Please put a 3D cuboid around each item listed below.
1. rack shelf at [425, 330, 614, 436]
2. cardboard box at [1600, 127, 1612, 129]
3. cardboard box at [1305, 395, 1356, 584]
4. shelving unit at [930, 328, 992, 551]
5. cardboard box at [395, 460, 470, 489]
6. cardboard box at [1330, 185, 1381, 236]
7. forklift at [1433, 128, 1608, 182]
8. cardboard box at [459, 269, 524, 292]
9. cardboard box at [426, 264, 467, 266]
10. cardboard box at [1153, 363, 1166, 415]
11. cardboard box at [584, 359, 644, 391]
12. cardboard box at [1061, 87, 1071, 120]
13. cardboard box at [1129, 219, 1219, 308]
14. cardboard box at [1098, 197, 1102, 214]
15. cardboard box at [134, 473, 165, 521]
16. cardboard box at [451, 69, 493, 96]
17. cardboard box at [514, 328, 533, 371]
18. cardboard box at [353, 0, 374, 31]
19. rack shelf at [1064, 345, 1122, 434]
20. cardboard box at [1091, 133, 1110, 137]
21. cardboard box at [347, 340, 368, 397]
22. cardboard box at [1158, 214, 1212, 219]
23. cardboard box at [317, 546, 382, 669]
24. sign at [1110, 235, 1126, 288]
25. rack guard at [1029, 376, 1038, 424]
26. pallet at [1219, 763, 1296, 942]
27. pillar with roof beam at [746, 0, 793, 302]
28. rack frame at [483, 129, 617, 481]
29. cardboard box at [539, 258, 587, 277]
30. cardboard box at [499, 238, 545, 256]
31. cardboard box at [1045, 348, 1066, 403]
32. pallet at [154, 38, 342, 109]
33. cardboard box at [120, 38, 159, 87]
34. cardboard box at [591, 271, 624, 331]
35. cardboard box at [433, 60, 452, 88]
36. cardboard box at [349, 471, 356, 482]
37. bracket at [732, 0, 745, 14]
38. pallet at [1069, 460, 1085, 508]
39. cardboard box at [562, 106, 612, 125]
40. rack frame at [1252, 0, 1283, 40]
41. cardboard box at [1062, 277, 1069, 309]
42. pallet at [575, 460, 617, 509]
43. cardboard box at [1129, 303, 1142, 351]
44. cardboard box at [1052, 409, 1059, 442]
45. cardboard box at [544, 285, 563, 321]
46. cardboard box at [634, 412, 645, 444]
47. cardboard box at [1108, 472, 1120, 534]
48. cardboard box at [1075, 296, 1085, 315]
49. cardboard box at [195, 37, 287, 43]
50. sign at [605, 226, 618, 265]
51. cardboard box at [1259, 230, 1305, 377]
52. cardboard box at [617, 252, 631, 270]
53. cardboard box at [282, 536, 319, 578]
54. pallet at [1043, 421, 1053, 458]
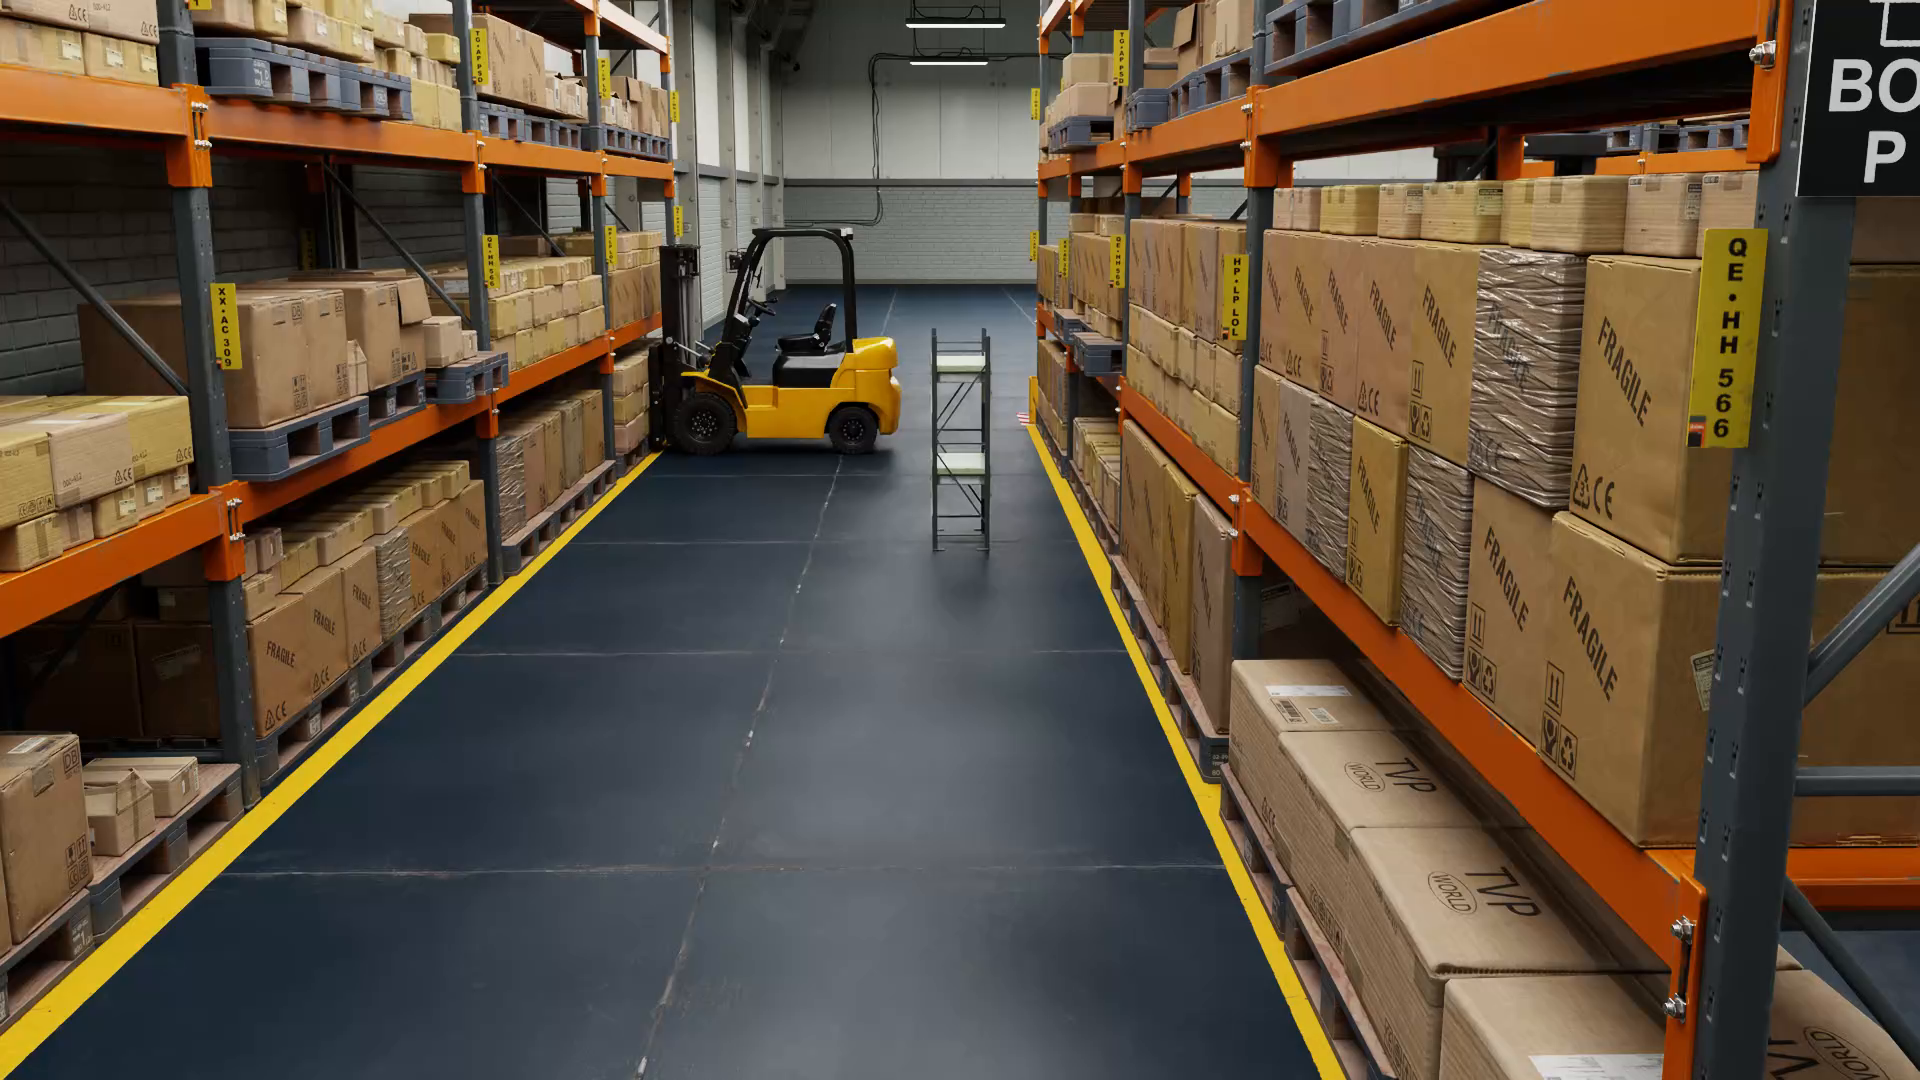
[{"bbox_3d":[-3.479,-1.229,12.383,1.077,0.370,4.000,0,11,-1],"label":"rack shelf"},{"bbox_3d":[6.050,-3.815,15.100,0.380,0.149,0.250,0,11,0],"label":"cardboard box"},{"bbox_3d":[1.366,-0.166,5.081,0.500,0.500,0.500,0,11,-1],"label":"cardboard box"},{"bbox_3d":[0.000,-0.736,11.917,0.431,1.500,0.755,0,11,-1],"label":"shelving unit"},{"bbox_3d":[-3.174,-0.386,10.015,0.380,0.149,0.250,-1,11,-4],"label":"cardboard box"},{"bbox_3d":[1.344,-0.999,5.042,0.380,0.149,0.250,-1,11,-3],"label":"cardboard box"},{"bbox_3d":[3.321,-1.213,10.668,1.130,2.935,3.031,0,11,1],"label":"forklift"},{"bbox_3d":[-3.206,-1.772,11.364,0.380,0.149,0.250,0,11,-1],"label":"cardboard box"},{"bbox_3d":[-3.743,-1.972,12.353,0.380,0.149,0.250,0,11,-1],"label":"cardboard box"},{"bbox_3d":[1.317,-0.827,8.969,0.500,0.250,0.500,0,11,1],"label":"cardboard box"},{"bbox_3d":[-3.217,-1.527,15.385,0.500,0.250,0.500,0,11,-1],"label":"cardboard box"},{"bbox_3d":[1.065,-3.384,12.972,0.500,0.250,0.500,0,11,-2],"label":"cardboard box"},{"bbox_3d":[1.291,-1.645,9.858,0.500,0.500,0.500,-1,11,-3],"label":"cardboard box"},{"bbox_3d":[1.678,-2.975,15.665,0.700,0.500,0.500,0,11,-2],"label":"cardboard box"},{"bbox_3d":[-3.069,-0.152,5.895,0.380,0.149,0.250,0,11,0],"label":"cardboard box"},{"bbox_3d":[-3.141,-2.865,10.373,0.380,0.166,0.250,0,11,-1],"label":"cardboard box"},{"bbox_3d":[-3.208,-1.300,11.299,0.500,0.250,0.500,0,11,-2],"label":"cardboard box"},{"bbox_3d":[-3.013,-2.504,7.887,0.380,0.149,0.250,0,11,-1],"label":"cardboard box"},{"bbox_3d":[1.484,-1.250,12.487,1.077,0.370,4.000,0,11,-1],"label":"rack shelf"},{"bbox_3d":[1.164,-3.630,14.491,0.500,0.250,0.500,0,11,-2],"label":"cardboard box"},{"bbox_3d":[-3.000,-0.807,7.773,0.396,0.266,0.258,0,11,2],"label":"cardboard box"},{"bbox_3d":[1.734,-2.437,12.838,0.380,0.149,0.250,-1,11,-4],"label":"cardboard box"},{"bbox_3d":[-3.167,0.328,8.128,0.500,0.500,0.500,-1,11,-3],"label":"cardboard box"},{"bbox_3d":[0.983,-1.730,10.328,0.100,0.325,0.005,0,11,-1],"label":"sign"},{"bbox_3d":[1.361,-1.555,18.468,1.175,0.500,0.348,0,11,-1],"label":"rack guard"},{"bbox_3d":[1.545,1.108,6.067,1.003,0.211,1.213,0,11,-1],"label":"pallet"},{"bbox_3d":[-0.681,-10.361,40.496,9.100,9.000,0.548,0,11,-1],"label":"pillar with roof beam"},{"bbox_3d":[-3.520,-1.979,14.271,1.000,3.000,0.127,0,11,-1],"label":"rack frame"},{"bbox_3d":[-3.268,-2.228,13.614,0.380,0.149,0.250,0,11,-2],"label":"cardboard box"},{"bbox_3d":[-3.829,-2.554,14.474,0.380,0.149,0.250,0,11,-1],"label":"cardboard box"},{"bbox_3d":[1.118,-1.651,16.628,0.500,0.500,0.500,0,11,0],"label":"cardboard box"},{"bbox_3d":[-3.298,-1.897,6.793,1.213,0.211,1.003,0,11,-1],"label":"pallet"},{"bbox_3d":[-3.052,-1.666,5.813,0.380,0.149,0.250,0,11,-2],"label":"cardboard box"},{"bbox_3d":[-3.268,-2.118,14.701,0.500,0.500,0.500,-1,11,-3],"label":"cardboard box"},{"bbox_3d":[-3.190,-2.707,9.686,0.380,0.149,0.250,0,11,0],"label":"cardboard box"},{"bbox_3d":[-3.760,-0.325,9.716,0.380,0.149,0.250,0,11,1],"label":"cardboard box"},{"bbox_3d":[-4.498,-10.834,33.773,0.235,0.232,0.430,0,11,-1],"label":"bracket"},{"bbox_3d":[1.460,-0.479,13.889,1.003,0.211,1.213,0,11,-1],"label":"pallet"},{"bbox_3d":[-3.226,-3.671,14.392,0.380,0.149,0.250,0,11,0],"label":"cardboard box"},{"bbox_3d":[1.608,-3.350,5.940,1.000,3.000,0.127,0,11,-1],"label":"rack frame"},{"bbox_3d":[1.184,-2.283,14.766,0.500,0.500,0.500,-1,11,-3],"label":"cardboard box"},{"bbox_3d":[-3.466,-0.466,13.827,1.003,0.211,1.213,0,11,-1],"label":"pallet"},{"bbox_3d":[1.288,-1.275,9.919,0.500,0.250,0.500,0,11,-2],"label":"cardboard box"},{"bbox_3d":[1.140,-1.081,15.702,0.500,0.250,0.500,-1,11,-3],"label":"cardboard box"},{"bbox_3d":[-3.240,-1.750,12.260,0.500,0.250,0.500,0,11,0],"label":"cardboard box"},{"bbox_3d":[-3.225,-1.036,15.480,0.500,0.250,0.500,0,11,-2],"label":"cardboard box"},{"bbox_3d":[1.523,-0.236,11.229,0.950,0.372,0.625,-1,12,-5],"label":"cardboard box"},{"bbox_3d":[1.134,-1.922,13.565,0.380,0.149,0.250,0,11,0],"label":"cardboard box"},{"bbox_3d":[-3.037,-2.153,6.909,0.380,0.149,0.250,0,11,-1],"label":"cardboard box"},{"bbox_3d":[-2.978,-2.512,14.184,0.100,0.325,0.005,0,11,-1],"label":"sign"},{"bbox_3d":[1.375,-0.854,5.956,0.500,0.500,0.500,0,11,-1],"label":"cardboard box"},{"bbox_3d":[-3.235,-2.563,15.266,0.380,0.149,0.250,0,11,0],"label":"cardboard box"},{"bbox_3d":[-3.215,0.080,7.721,0.380,0.149,0.250,0,11,-2],"label":"cardboard box"},{"bbox_3d":[1.365,-1.010,16.508,1.003,0.211,1.213,0,11,-1],"label":"pallet"}]
